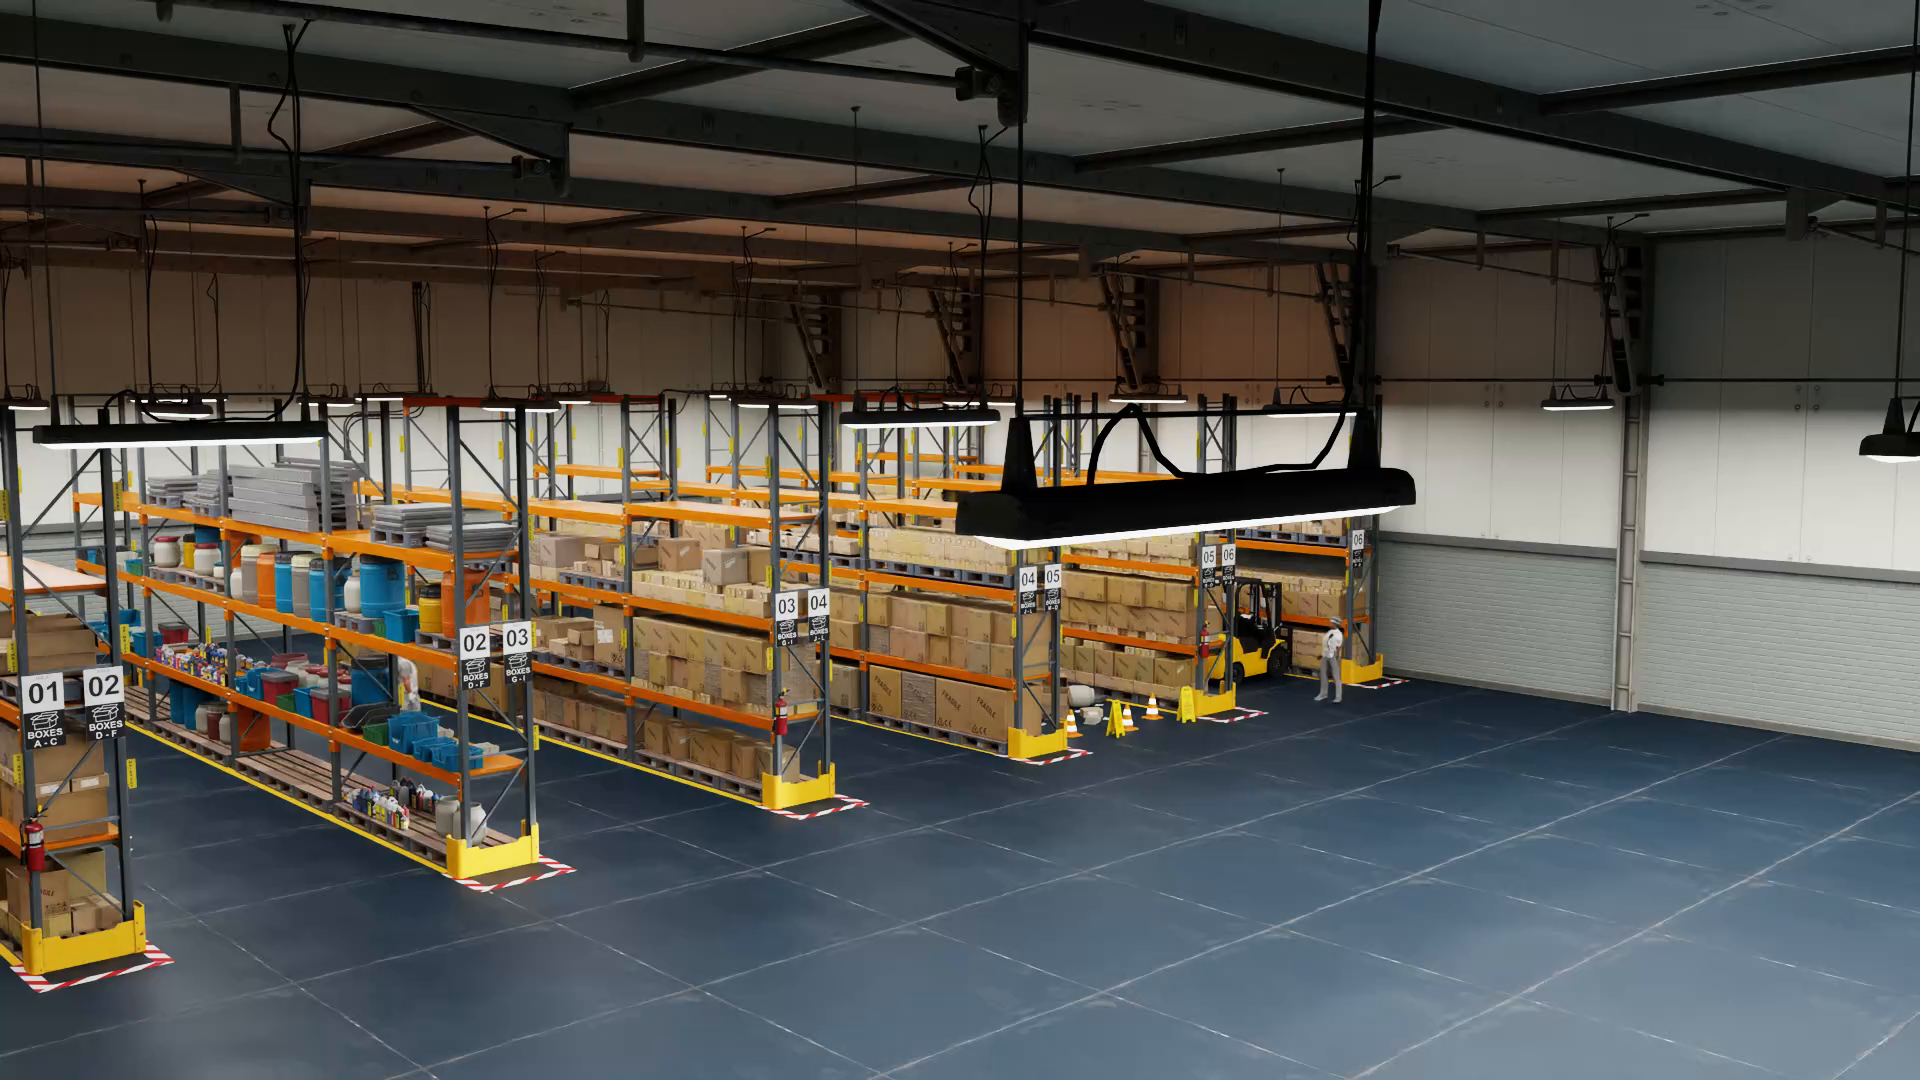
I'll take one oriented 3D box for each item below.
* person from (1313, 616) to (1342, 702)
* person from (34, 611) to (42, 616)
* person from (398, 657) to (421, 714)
[{"bbox_3d":[7.251,2.329,32.688,0.413,1.704,0.636,-3,6,-30],"label":"person"},{"bbox_3d":[-18.293,2.251,33.054,0.675,1.705,1.023,2,6,24],"label":"person"},{"bbox_3d":[-9.480,2.654,28.869,0.576,1.794,0.586,0,6,-1],"label":"person"}]
